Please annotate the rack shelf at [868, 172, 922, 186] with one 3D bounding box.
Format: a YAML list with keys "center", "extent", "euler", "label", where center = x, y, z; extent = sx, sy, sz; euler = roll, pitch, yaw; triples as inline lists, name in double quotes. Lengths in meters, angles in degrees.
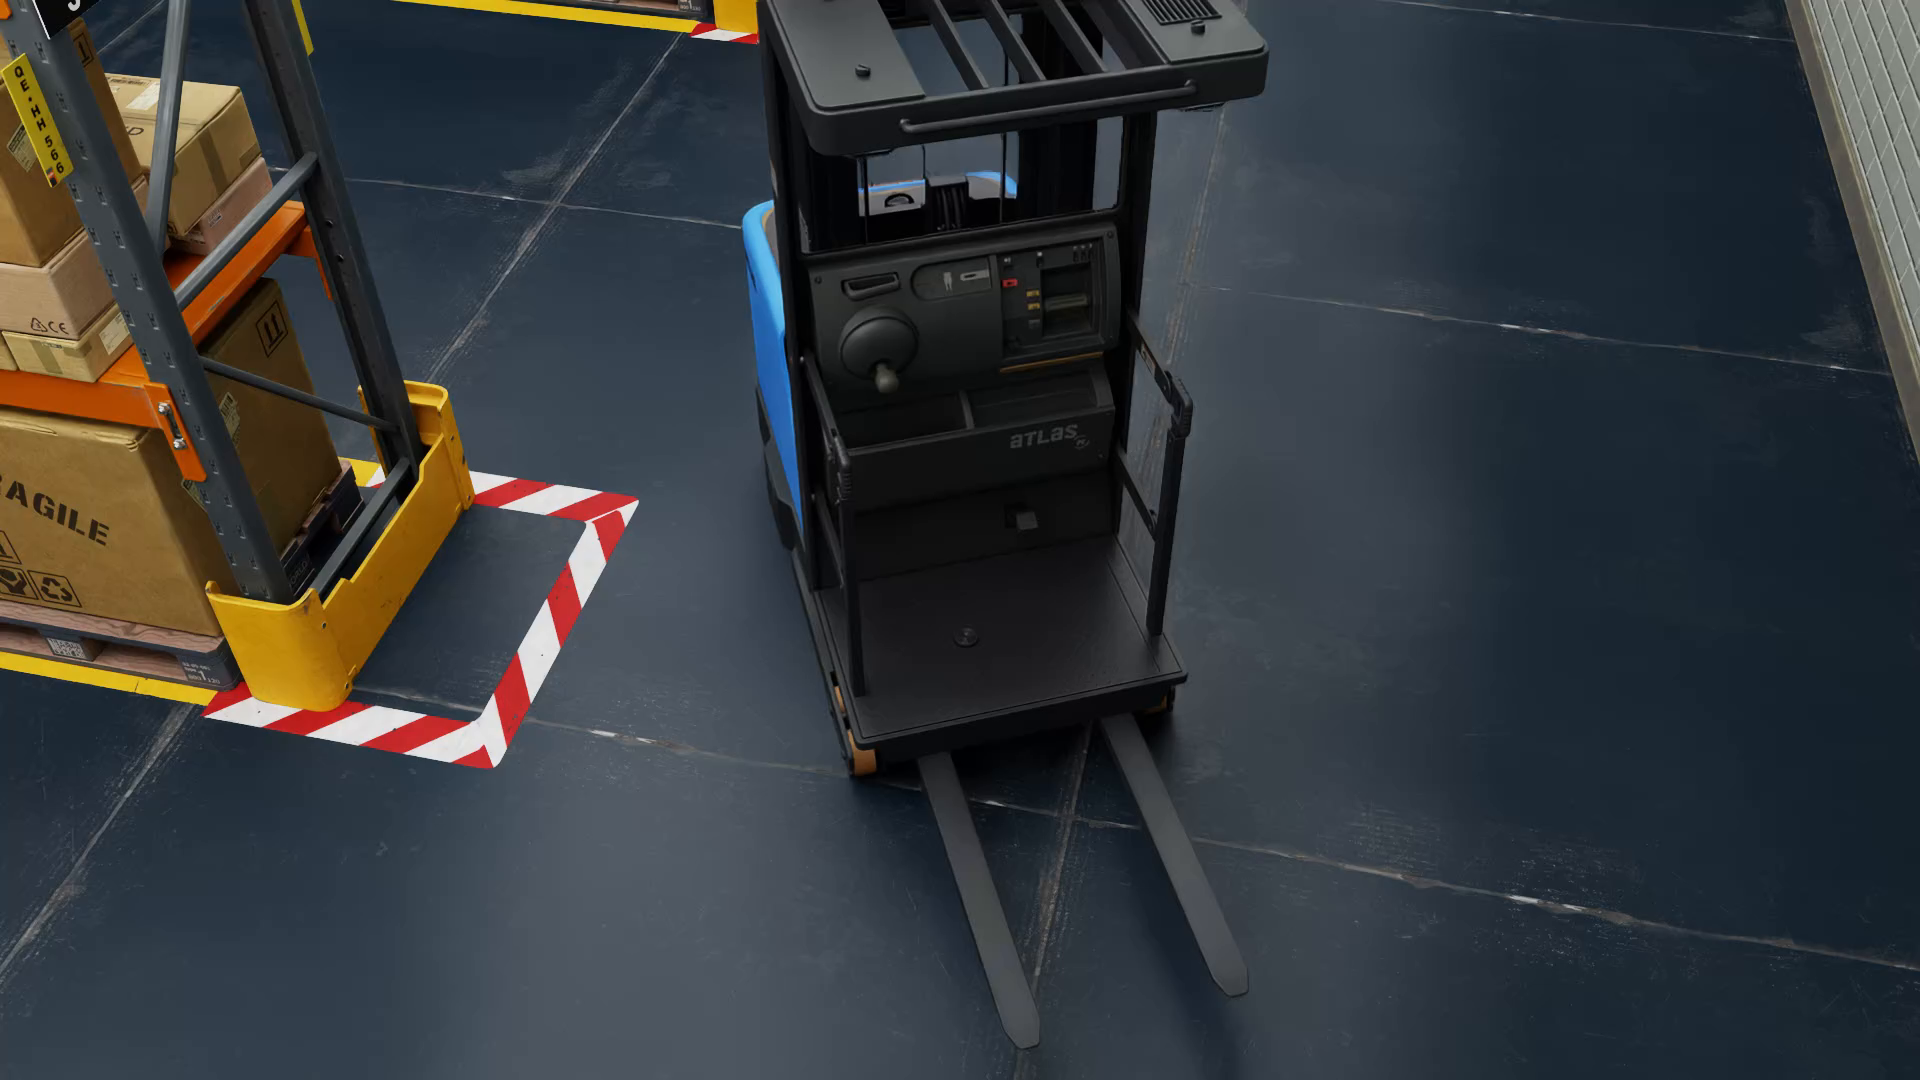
- center: [-0.233, -1.227, 6.374]
  extent: [0.240, 0.259, 0.215]
  euler: [-11, 45, -11]
  label: "rack shelf"

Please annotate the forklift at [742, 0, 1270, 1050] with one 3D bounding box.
- center: [0.084, -0.590, 4.749]
  extent: [1.130, 2.935, 3.031]
  euler: [-11, 45, -11]
  label: "forklift"

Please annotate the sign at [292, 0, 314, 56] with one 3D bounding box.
- center: [-2.051, -1.628, 5.097]
  extent: [0.005, 0.325, 0.100]
  euler: [9, 45, 9]
  label: "sign"

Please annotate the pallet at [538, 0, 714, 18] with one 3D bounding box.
- center: [-1.893, -3.412, 9.642]
  extent: [1.213, 0.211, 1.003]
  euler: [9, 45, 9]
  label: "pallet"

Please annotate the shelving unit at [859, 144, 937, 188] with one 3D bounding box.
- center: [-0.233, -1.030, 6.563]
  extent: [0.252, 1.050, 0.215]
  euler: [-11, 45, -11]
  label: "shelving unit"

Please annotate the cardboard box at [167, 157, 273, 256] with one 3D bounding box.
- center: [-2.453, -1.100, 5.411]
  extent: [0.250, 0.149, 0.380]
  euler: [9, 45, 10]
  label: "cardboard box"

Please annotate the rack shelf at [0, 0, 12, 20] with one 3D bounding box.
- center: [-4.130, -2.038, 4.560]
  extent: [4.000, 0.370, 1.077]
  euler: [9, 45, 9]
  label: "rack shelf"

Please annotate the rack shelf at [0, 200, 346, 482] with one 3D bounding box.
- center: [-4.130, -0.957, 5.600]
  extent: [4.000, 0.370, 1.077]
  euler: [9, 45, 9]
  label: "rack shelf"

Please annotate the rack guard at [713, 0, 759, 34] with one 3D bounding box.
- center: [-1.070, -3.370, 9.390]
  extent: [0.348, 0.500, 1.175]
  euler: [9, 45, 9]
  label: "rack guard"

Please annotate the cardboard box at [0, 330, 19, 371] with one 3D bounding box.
- center: [-2.852, -0.692, 4.987]
  extent: [0.250, 0.149, 0.380]
  euler: [9, 45, 9]
  label: "cardboard box"

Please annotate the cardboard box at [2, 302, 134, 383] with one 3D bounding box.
- center: [-2.598, -0.654, 4.947]
  extent: [0.250, 0.149, 0.380]
  euler: [10, 45, 10]
  label: "cardboard box"

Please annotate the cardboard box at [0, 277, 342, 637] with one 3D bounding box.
- center: [-2.820, -0.342, 5.671]
  extent: [0.875, 0.875, 0.875]
  euler: [9, 45, 9]
  label: "cardboard box"

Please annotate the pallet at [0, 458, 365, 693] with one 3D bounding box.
- center: [-2.976, 0.023, 6.074]
  extent: [1.213, 0.211, 1.003]
  euler: [9, 45, 9]
  label: "pallet"

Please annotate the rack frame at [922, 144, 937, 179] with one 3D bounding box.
- center: [-0.115, -1.053, 6.586]
  extent: [0.008, 1.050, 0.200]
  euler: [-11, 45, -11]
  label: "rack frame"

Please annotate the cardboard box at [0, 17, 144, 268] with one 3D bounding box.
- center: [-2.711, -1.132, 4.616]
  extent: [0.500, 0.500, 0.500]
  euler: [9, 45, 10]
  label: "cardboard box"

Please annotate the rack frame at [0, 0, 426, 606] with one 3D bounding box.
- center: [-2.178, -0.913, 5.036]
  extent: [0.127, 3.000, 1.000]
  euler: [9, 45, 9]
  label: "rack frame"

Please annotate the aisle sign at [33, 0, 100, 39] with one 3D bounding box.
- center: [-2.174, -1.636, 3.912]
  extent: [0.004, 0.787, 0.394]
  euler: [9, 45, 9]
  label: "aisle sign"

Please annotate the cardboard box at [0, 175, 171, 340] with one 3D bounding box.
- center: [-2.709, -0.860, 4.874]
  extent: [0.500, 0.250, 0.500]
  euler: [8, 45, 8]
  label: "cardboard box"

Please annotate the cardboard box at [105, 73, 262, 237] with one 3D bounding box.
- center: [-2.588, -1.222, 5.250]
  extent: [0.500, 0.250, 0.500]
  euler: [8, 44, 8]
  label: "cardboard box"

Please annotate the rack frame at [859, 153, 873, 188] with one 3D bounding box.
- center: [-0.351, -1.008, 6.540]
  extent: [0.008, 1.050, 0.200]
  euler: [-11, 45, -11]
  label: "rack frame"

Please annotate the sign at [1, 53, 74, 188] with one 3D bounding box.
- center: [-2.310, -1.051, 4.173]
  extent: [0.005, 0.325, 0.100]
  euler: [9, 45, 9]
  label: "sign"

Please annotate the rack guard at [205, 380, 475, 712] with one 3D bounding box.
- center: [-2.155, -0.009, 5.899]
  extent: [0.348, 0.500, 1.175]
  euler: [9, 45, 9]
  label: "rack guard"
